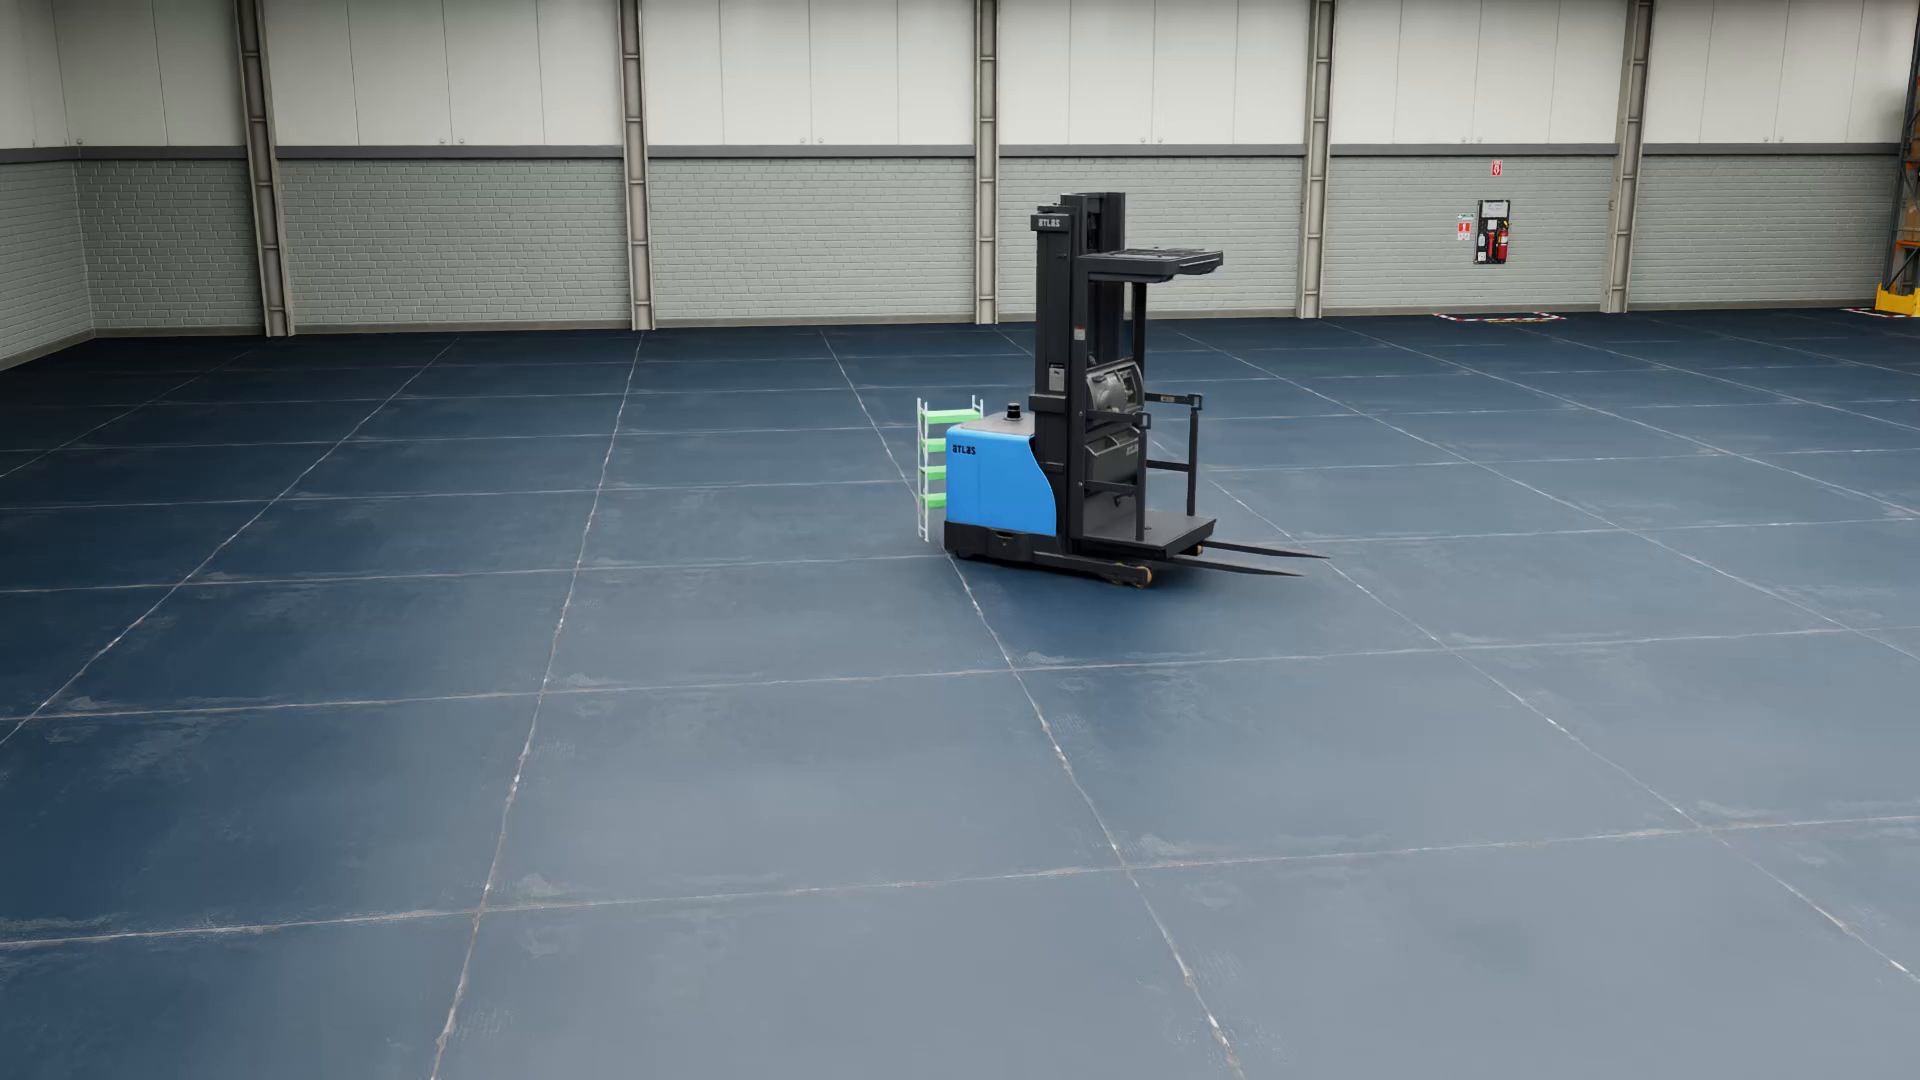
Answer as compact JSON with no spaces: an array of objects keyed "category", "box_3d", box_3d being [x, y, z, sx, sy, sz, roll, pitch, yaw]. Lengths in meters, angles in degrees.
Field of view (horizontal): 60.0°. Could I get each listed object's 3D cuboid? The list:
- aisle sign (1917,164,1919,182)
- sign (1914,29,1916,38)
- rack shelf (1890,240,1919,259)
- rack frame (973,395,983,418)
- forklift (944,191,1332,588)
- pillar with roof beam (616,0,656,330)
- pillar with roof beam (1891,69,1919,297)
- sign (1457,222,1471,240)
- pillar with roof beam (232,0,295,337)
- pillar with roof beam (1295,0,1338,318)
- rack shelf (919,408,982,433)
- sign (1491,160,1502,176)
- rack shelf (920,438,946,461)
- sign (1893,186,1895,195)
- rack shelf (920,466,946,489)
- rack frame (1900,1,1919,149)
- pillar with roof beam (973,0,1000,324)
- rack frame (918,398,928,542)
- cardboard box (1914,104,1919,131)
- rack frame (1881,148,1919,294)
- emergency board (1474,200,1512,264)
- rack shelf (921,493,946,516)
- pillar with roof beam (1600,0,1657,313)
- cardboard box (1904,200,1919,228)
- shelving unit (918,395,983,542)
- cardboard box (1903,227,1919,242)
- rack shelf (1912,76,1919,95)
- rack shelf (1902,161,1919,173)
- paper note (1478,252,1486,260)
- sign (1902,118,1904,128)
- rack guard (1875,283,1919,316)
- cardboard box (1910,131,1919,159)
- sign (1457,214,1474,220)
[{"category":"aisle sign","box_3d":[17.669,-6.933,30.357,0.004,0.787,0.394,-2,14,-8]},{"category":"sign","box_3d":[17.632,-9.321,30.644,0.005,0.325,0.100,-2,14,-8]},{"category":"rack shelf","box_3d":[19.673,-5.471,31.348,4.000,0.370,1.077,-2,14,-8]},{"category":"rack frame","box_3d":[0.150,-0.630,14.266,0.015,1.200,0.240,-4,15,-17]},{"category":"forklift","box_3d":[1.400,-1.203,12.992,3.031,2.935,1.130,8,16,30]},{"category":"pillar with roof beam","box_3d":[-4.833,-6.985,23.575,0.400,9.000,9.100,-2,14,-8]},{"category":"pillar with roof beam","box_3d":[18.900,-7.855,27.043,0.400,9.000,9.100,-2,14,-8]},{"category":"sign","box_3d":[9.314,-5.705,30.729,0.234,0.329,0.001,-2,14,-8]},{"category":"pillar with roof beam","box_3d":[-10.766,-6.768,22.708,0.400,9.000,9.100,-2,14,-8]},{"category":"pillar with roof beam","box_3d":[7.034,-7.420,25.309,0.400,9.000,9.100,-2,14,-8]},{"category":"rack shelf","box_3d":[-0.083,-1.015,14.094,0.480,0.148,0.258,-4,15,-17]},{"category":"sign","box_3d":[9.853,-6.831,30.527,0.199,0.298,0.001,-2,14,-8]},{"category":"rack shelf","box_3d":[-0.083,-0.783,14.152,0.480,0.148,0.258,-4,15,-17]},{"category":"sign","box_3d":[17.632,-6.596,31.327,0.005,0.325,0.100,-2,14,-8]},{"category":"rack shelf","box_3d":[-0.083,-0.550,14.211,0.480,0.148,0.258,-4,15,-17]},{"category":"rack frame","box_3d":[17.695,-8.657,30.241,0.127,3.000,1.000,-2,14,-8]},{"category":"pillar with roof beam","box_3d":[1.101,-7.202,24.442,0.400,9.000,9.100,-2,14,-8]},{"category":"rack frame","box_3d":[-0.316,-0.594,14.125,0.015,1.200,0.240,-4,15,-17]},{"category":"cardboard box","box_3d":[18.082,-7.824,30.783,0.500,0.500,0.500,-1,14,-6]},{"category":"rack frame","box_3d":[17.695,-5.747,30.971,0.127,3.000,1.000,-2,14,-8]},{"category":"emergency board","box_3d":[9.876,-5.683,30.714,0.643,1.169,0.194,-2,14,-8]},{"category":"rack shelf","box_3d":[-0.083,-0.317,14.269,0.480,0.148,0.258,-4,15,-17]},{"category":"pillar with roof beam","box_3d":[12.967,-7.637,26.176,0.400,9.000,9.100,-2,14,-8]},{"category":"cardboard box","box_3d":[18.129,-6.116,31.168,0.500,0.500,0.500,-2,14,-9]},{"category":"shelving unit","box_3d":[-0.083,-0.612,14.195,0.503,1.200,0.258,-4,15,-17]},{"category":"cardboard box","box_3d":[18.128,-5.748,31.240,0.500,0.250,0.500,-2,14,-7]},{"category":"rack shelf","box_3d":[19.673,-8.379,30.618,4.000,0.370,1.077,-2,14,-8]},{"category":"rack shelf","box_3d":[19.673,-6.925,30.983,4.000,0.370,1.077,-2,14,-8]},{"category":"paper note","box_3d":[9.691,-5.266,30.862,0.142,0.148,0.016,-2,14,-8]},{"category":"sign","box_3d":[17.632,-7.766,31.034,0.005,0.325,0.100,-2,14,-8]},{"category":"rack guard","box_3d":[17.770,-4.537,31.286,0.348,0.500,1.175,-2,14,-8]},{"category":"cardboard box","box_3d":[18.070,-7.336,30.895,0.500,0.500,0.500,-1,14,-4]},{"category":"sign","box_3d":[9.320,-5.960,30.657,0.331,0.109,0.001,-2,14,-8]}]
